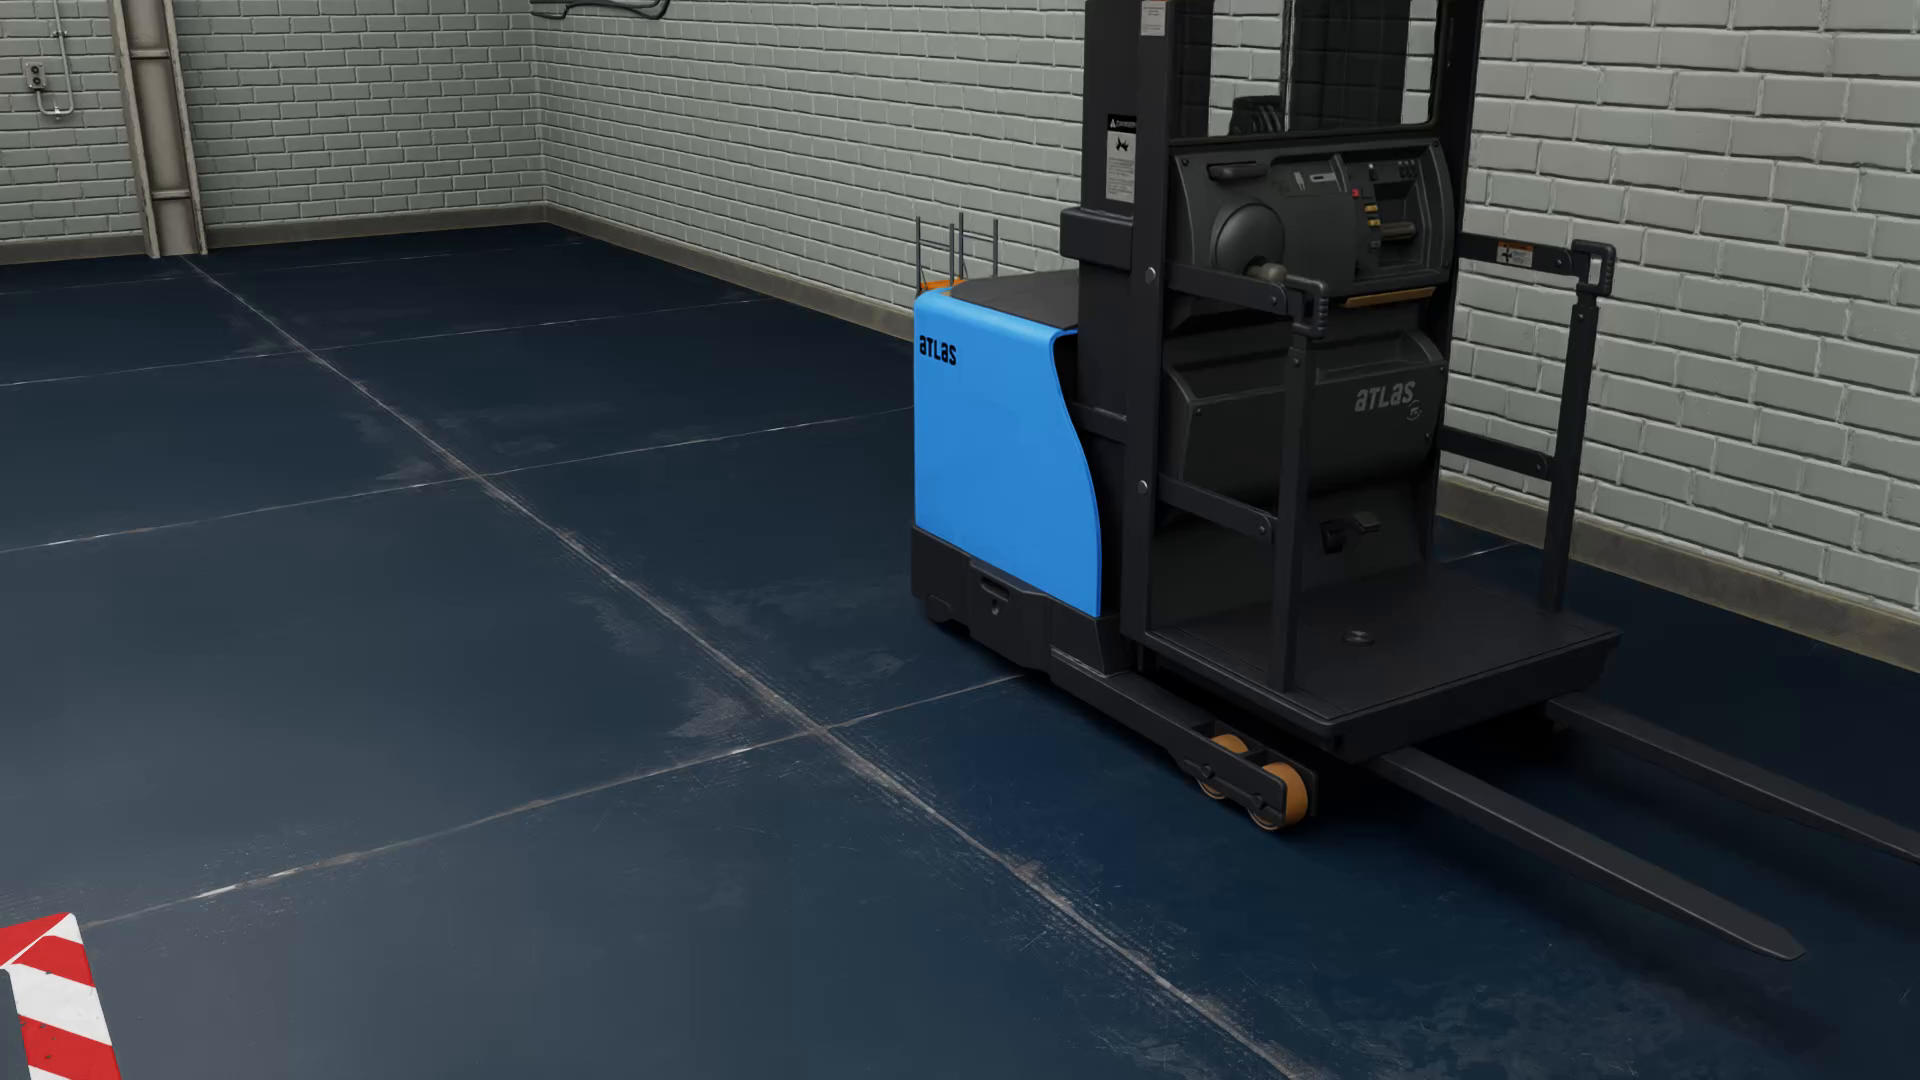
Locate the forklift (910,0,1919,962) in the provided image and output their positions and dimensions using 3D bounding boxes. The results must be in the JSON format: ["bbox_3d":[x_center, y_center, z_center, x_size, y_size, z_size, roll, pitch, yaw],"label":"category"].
[{"bbox_3d":[1.053,-0.841,4.157,1.130,2.935,3.031,-12,22,-31],"label":"forklift"}]

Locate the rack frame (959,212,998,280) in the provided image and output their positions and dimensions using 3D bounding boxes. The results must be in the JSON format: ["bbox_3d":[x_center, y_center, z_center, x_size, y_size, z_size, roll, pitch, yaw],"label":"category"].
[{"bbox_3d":[0.064,-0.582,6.093,0.006,1.200,0.240,-12,22,-31],"label":"rack frame"}]

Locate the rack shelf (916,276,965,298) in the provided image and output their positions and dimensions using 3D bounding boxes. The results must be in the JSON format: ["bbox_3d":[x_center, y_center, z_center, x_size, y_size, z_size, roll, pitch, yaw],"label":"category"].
[{"bbox_3d":[-0.012,-0.865,5.944,0.180,0.103,0.258,-12,22,-31],"label":"rack shelf"}]

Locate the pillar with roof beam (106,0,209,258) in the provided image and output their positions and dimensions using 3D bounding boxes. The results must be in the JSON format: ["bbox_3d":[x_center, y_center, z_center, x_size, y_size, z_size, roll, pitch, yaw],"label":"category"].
[{"bbox_3d":[-3.624,-5.304,7.884,0.400,9.000,9.100,-12,22,-31],"label":"pillar with roof beam"}]

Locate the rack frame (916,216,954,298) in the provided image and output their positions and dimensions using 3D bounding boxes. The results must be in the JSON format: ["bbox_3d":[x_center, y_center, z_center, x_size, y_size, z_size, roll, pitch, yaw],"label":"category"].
[{"bbox_3d":[-0.088,-0.550,5.997,0.006,1.200,0.240,-12,22,-31],"label":"rack frame"}]

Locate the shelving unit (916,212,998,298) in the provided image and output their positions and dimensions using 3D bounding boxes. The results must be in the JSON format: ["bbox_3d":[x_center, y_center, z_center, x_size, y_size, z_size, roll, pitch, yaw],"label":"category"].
[{"bbox_3d":[-0.012,-0.566,6.045,0.189,1.200,0.258,-12,22,-31],"label":"shelving unit"}]

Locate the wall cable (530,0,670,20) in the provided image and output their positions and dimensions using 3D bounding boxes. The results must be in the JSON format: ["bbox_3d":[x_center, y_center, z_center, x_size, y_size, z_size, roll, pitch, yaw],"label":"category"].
[{"bbox_3d":[-2.851,-5.178,12.360,0.112,2.526,3.097,-12,22,-31],"label":"wall cable"}]

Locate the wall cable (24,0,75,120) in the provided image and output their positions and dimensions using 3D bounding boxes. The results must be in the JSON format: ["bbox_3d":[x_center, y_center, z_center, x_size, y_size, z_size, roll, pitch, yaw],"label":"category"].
[{"bbox_3d":[-7.222,-3.867,11.412,1.851,1.984,0.084,-12,22,-31],"label":"wall cable"}]
